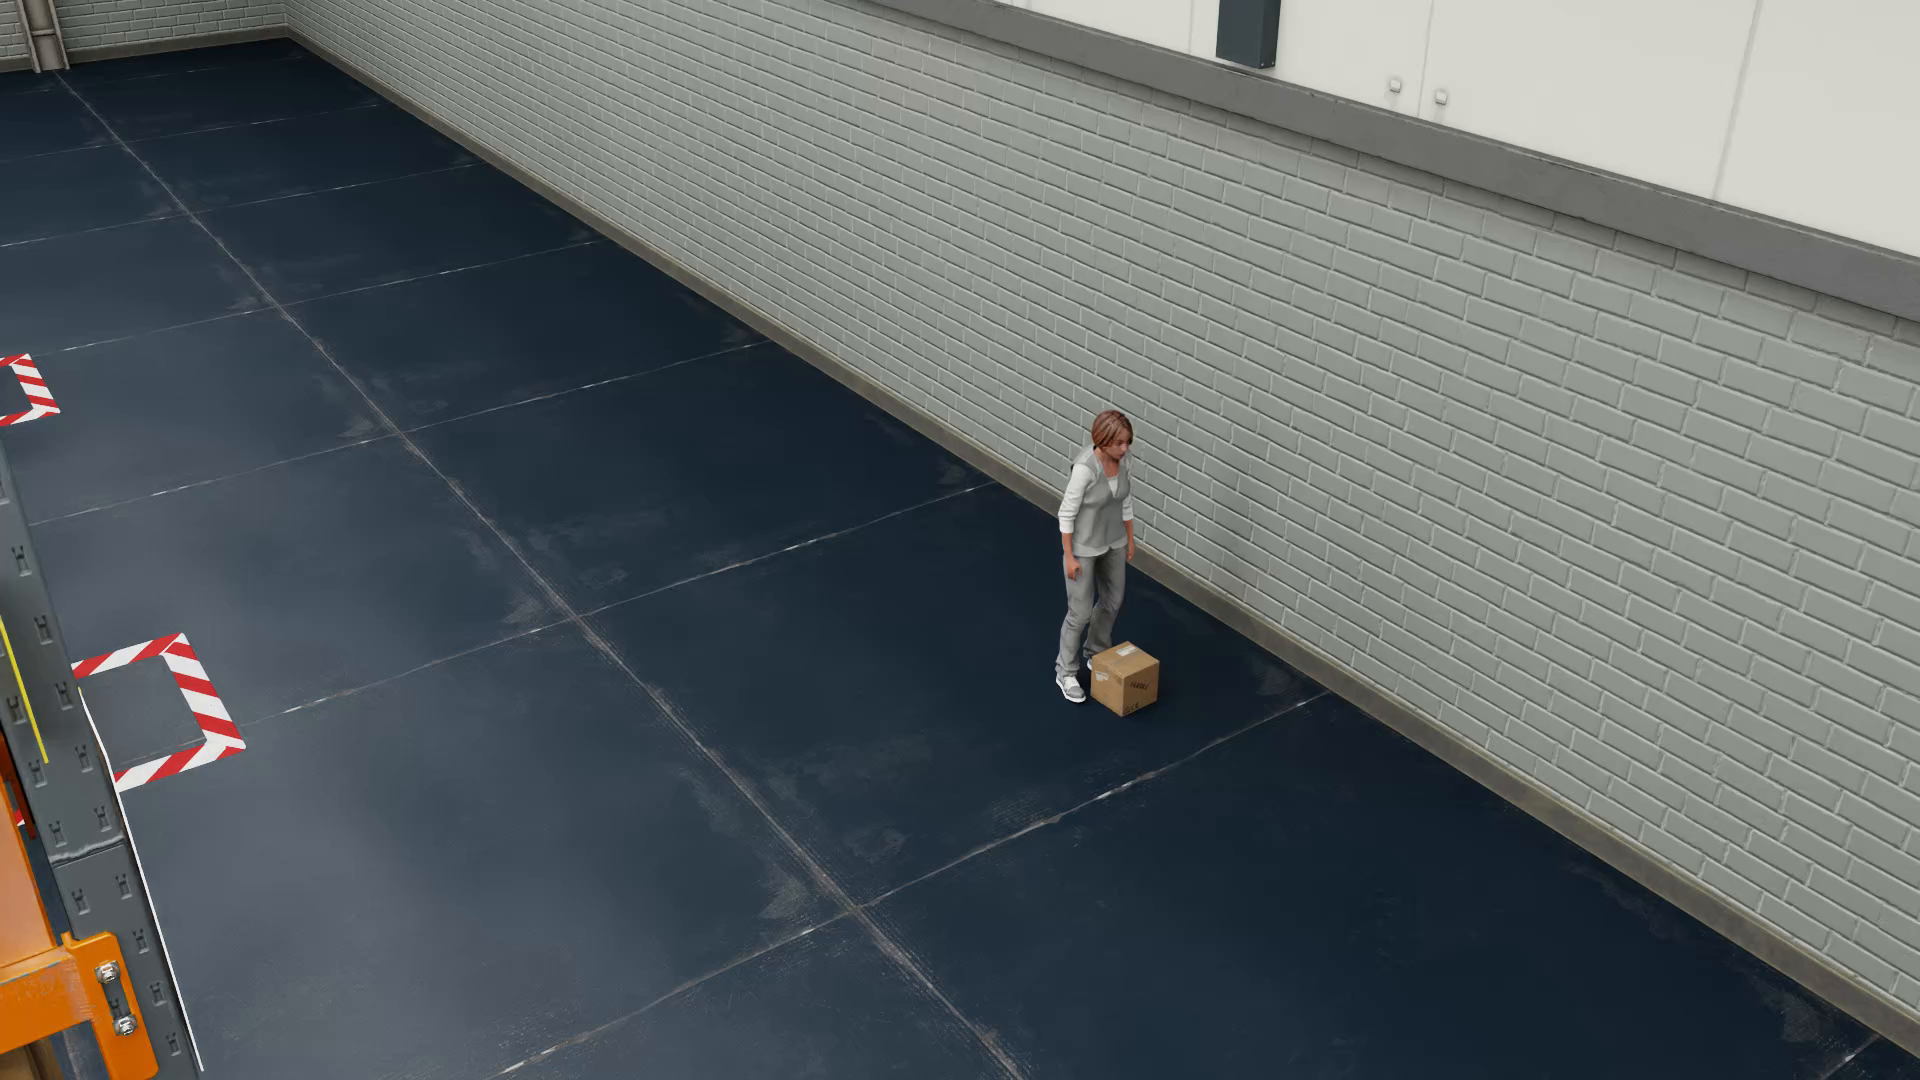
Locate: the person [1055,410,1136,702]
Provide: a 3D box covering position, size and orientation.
[{"bbox_3d":[0.704,0.050,8.546,0.465,1.593,0.345,-19,34,-30],"label":"person"}]
